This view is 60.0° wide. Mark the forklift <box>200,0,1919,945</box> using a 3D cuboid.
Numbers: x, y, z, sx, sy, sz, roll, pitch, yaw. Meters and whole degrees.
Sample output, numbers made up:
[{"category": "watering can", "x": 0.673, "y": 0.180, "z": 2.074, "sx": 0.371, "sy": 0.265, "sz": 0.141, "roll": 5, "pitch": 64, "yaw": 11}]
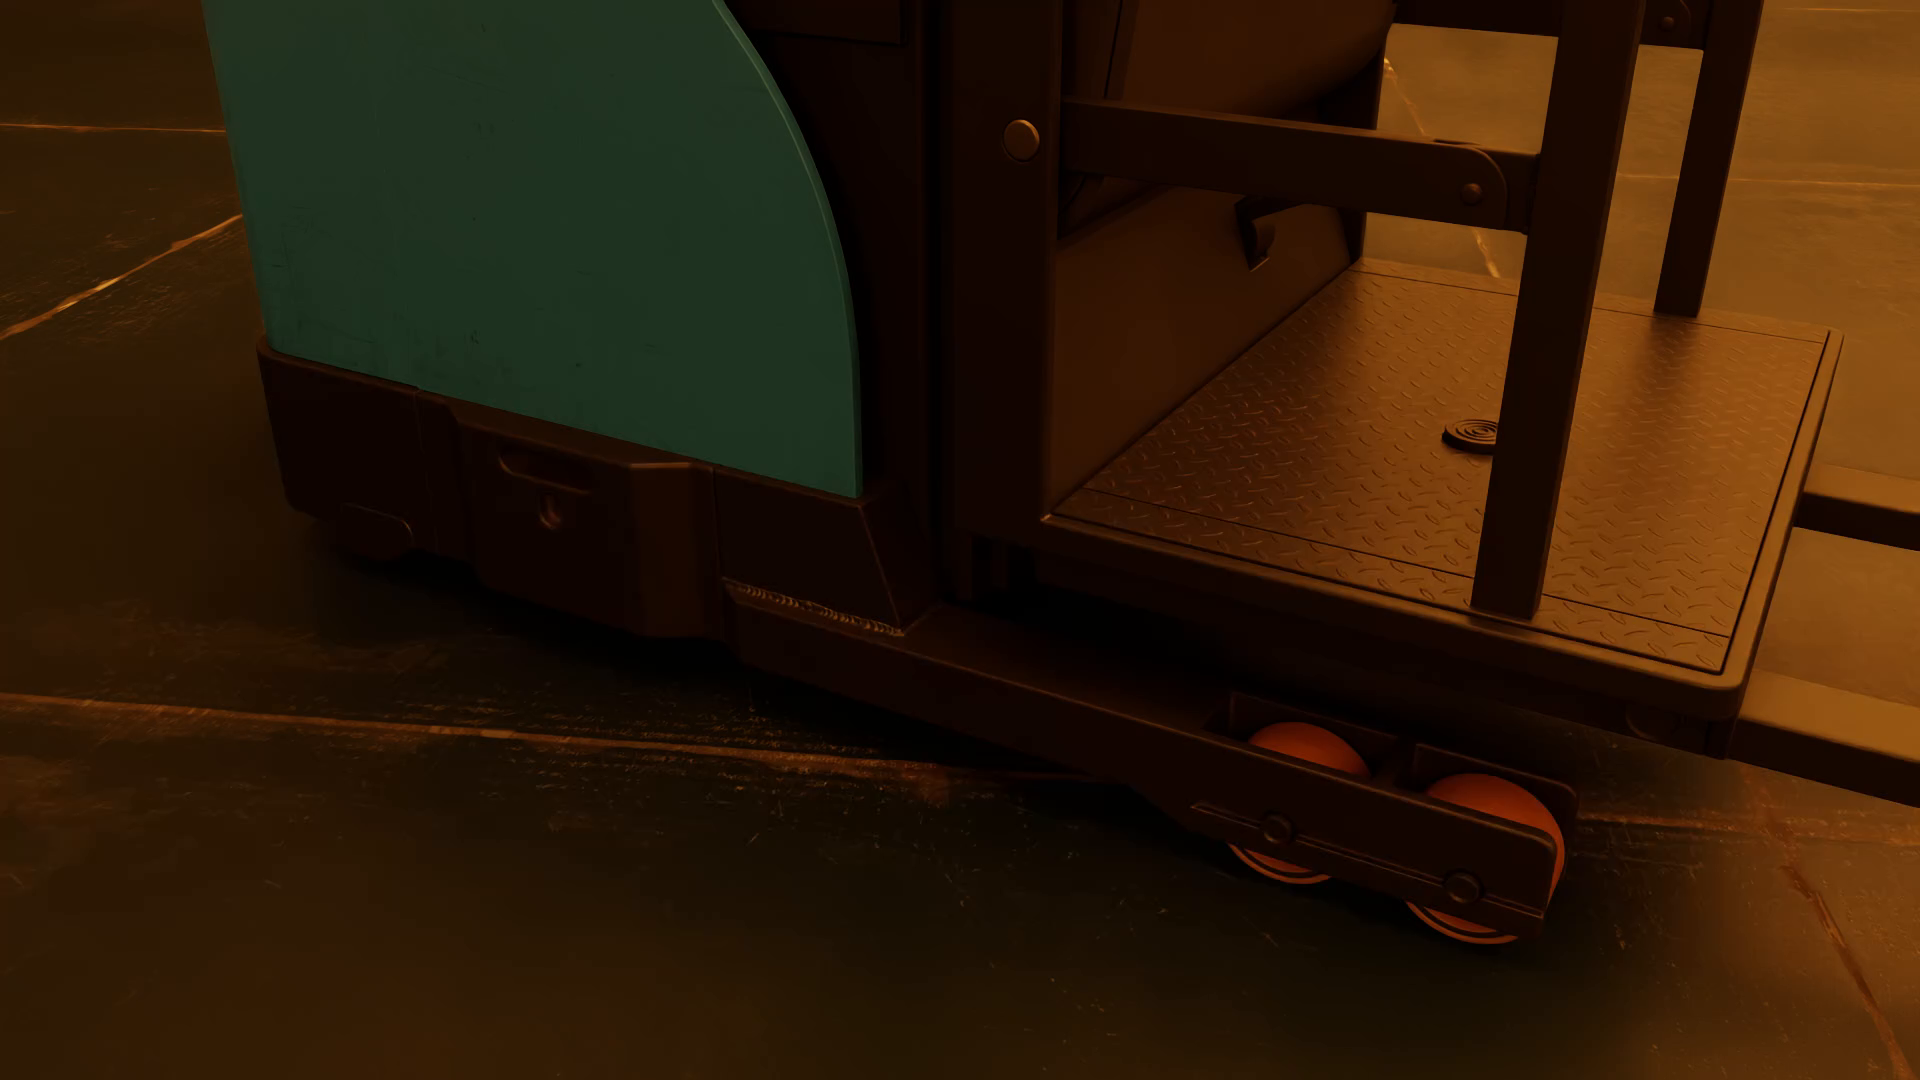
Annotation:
[{"category": "forklift", "x": 0.529, "y": -1.176, "z": 1.574, "sx": 3.031, "sy": 2.935, "sz": 1.130, "roll": 14, "pitch": 30, "yaw": 26}]
